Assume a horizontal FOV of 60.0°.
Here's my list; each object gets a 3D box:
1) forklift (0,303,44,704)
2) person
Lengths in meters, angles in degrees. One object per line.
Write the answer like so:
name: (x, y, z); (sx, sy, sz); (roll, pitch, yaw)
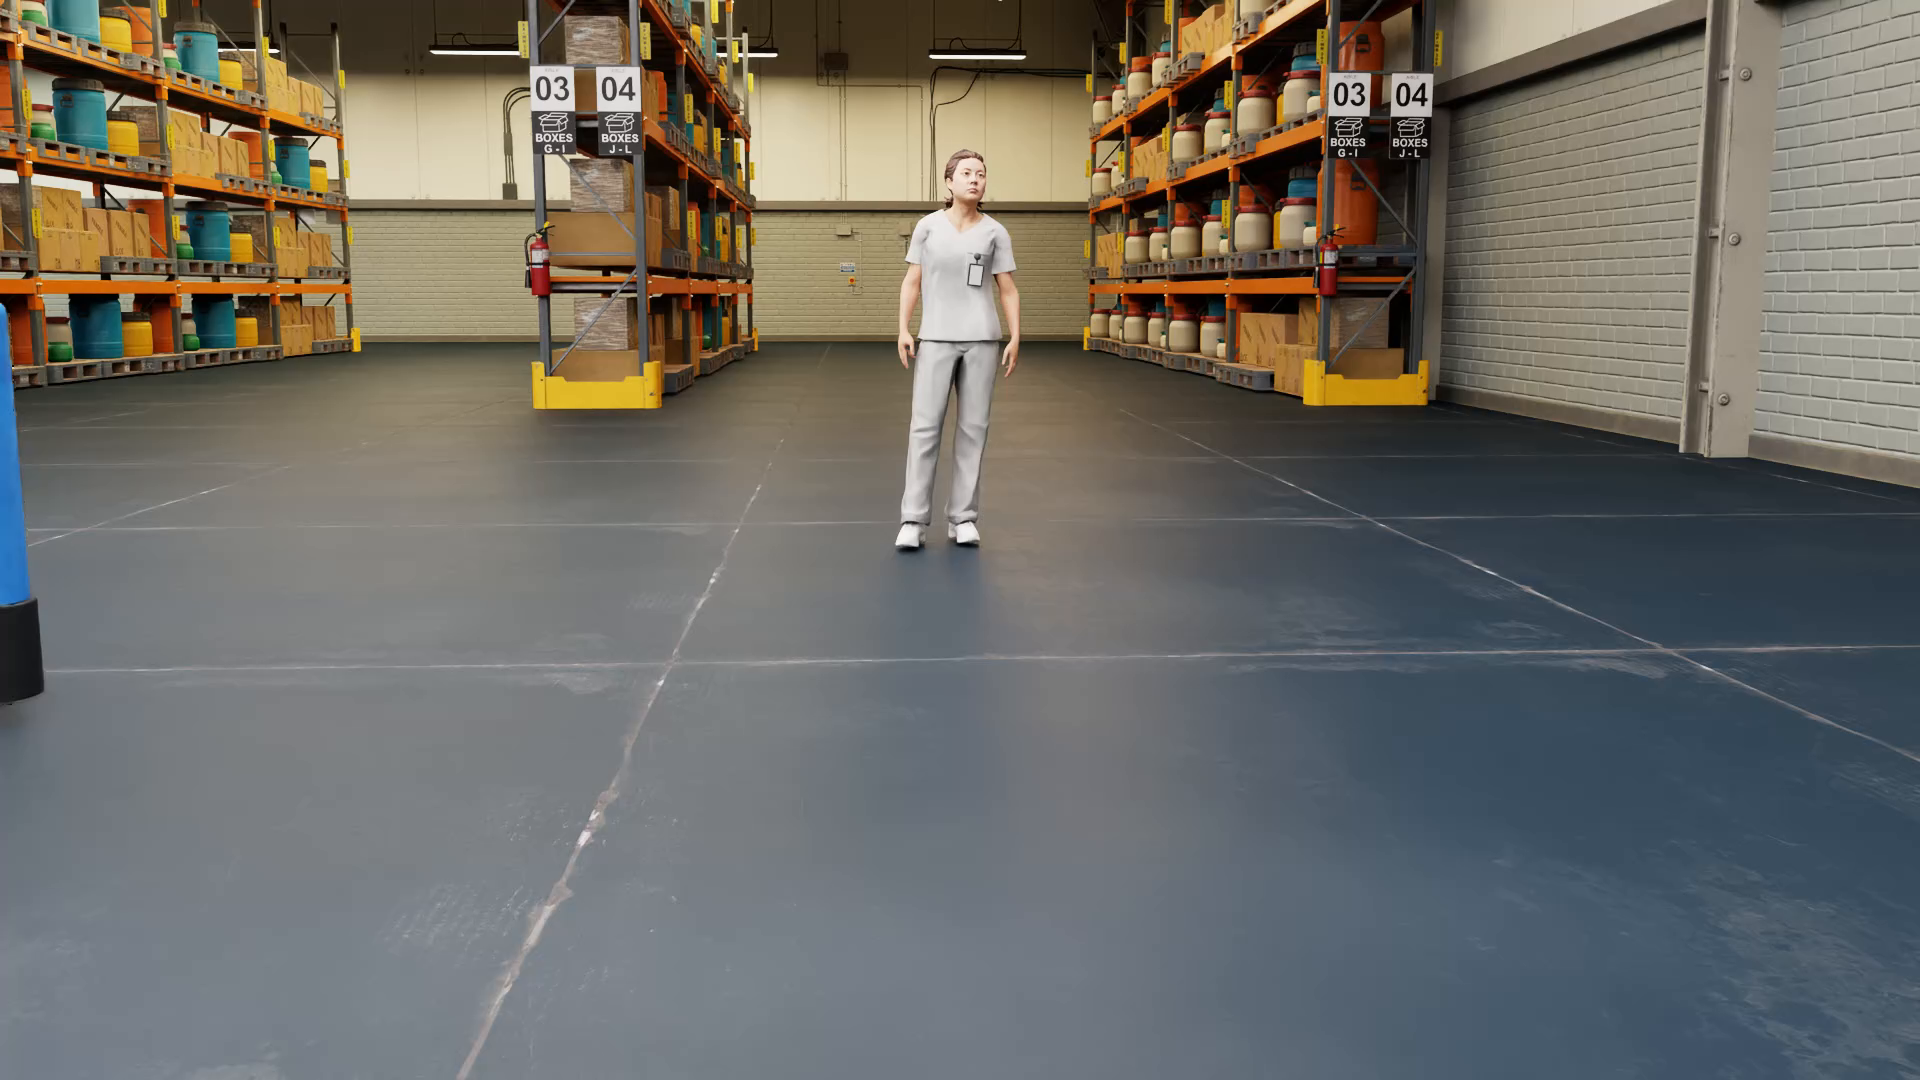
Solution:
forklift: (-3.681, -0.876, 3.226); (1.130, 2.935, 3.031); (8, 11, 41)
person: (-0.009, -0.825, 7.112); (0.549, 1.673, 0.548); (-1, 8, -4)
